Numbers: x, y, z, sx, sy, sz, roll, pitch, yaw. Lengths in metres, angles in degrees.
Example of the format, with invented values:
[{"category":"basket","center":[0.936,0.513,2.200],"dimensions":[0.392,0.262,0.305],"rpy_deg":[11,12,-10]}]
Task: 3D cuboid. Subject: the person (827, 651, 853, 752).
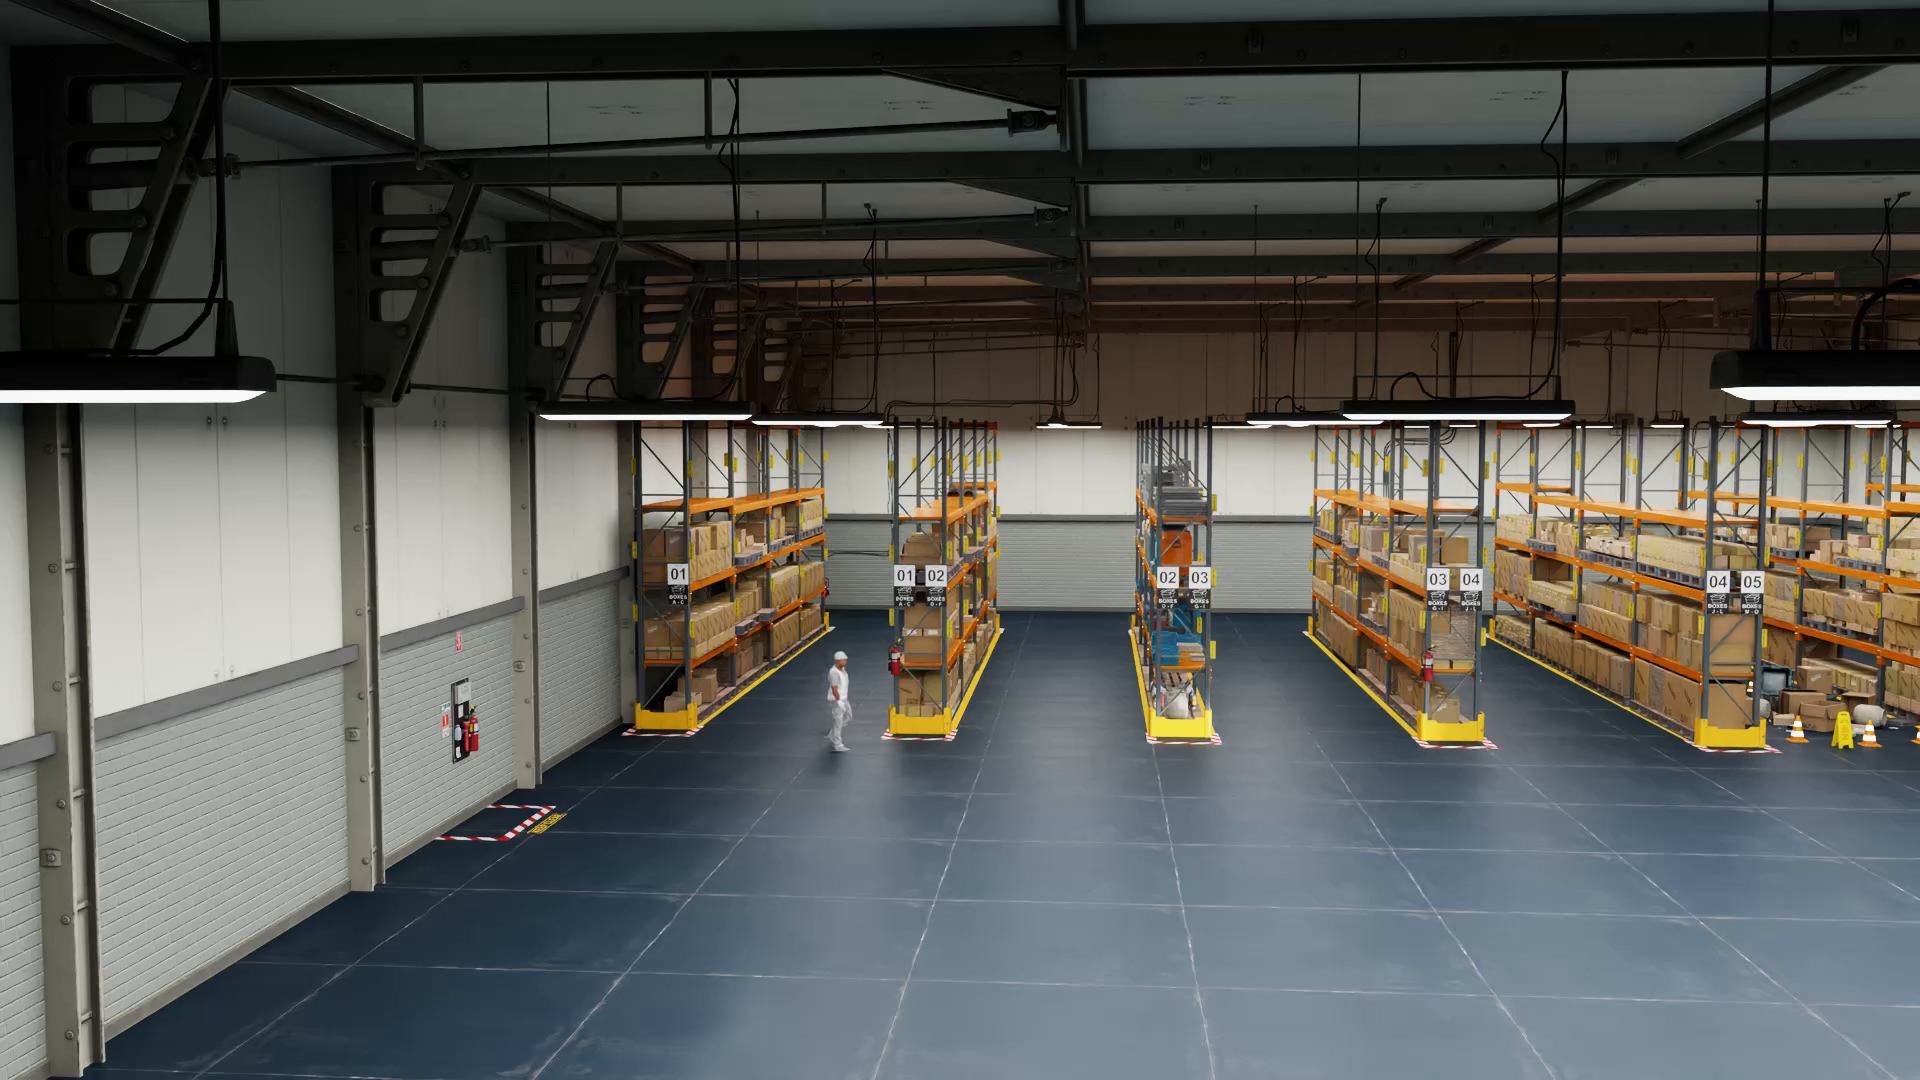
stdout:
[{"category":"person","center":[-2.171,2.885,29.875],"dimensions":[0.526,1.783,0.749],"rpy_deg":[1,4,14]}]
